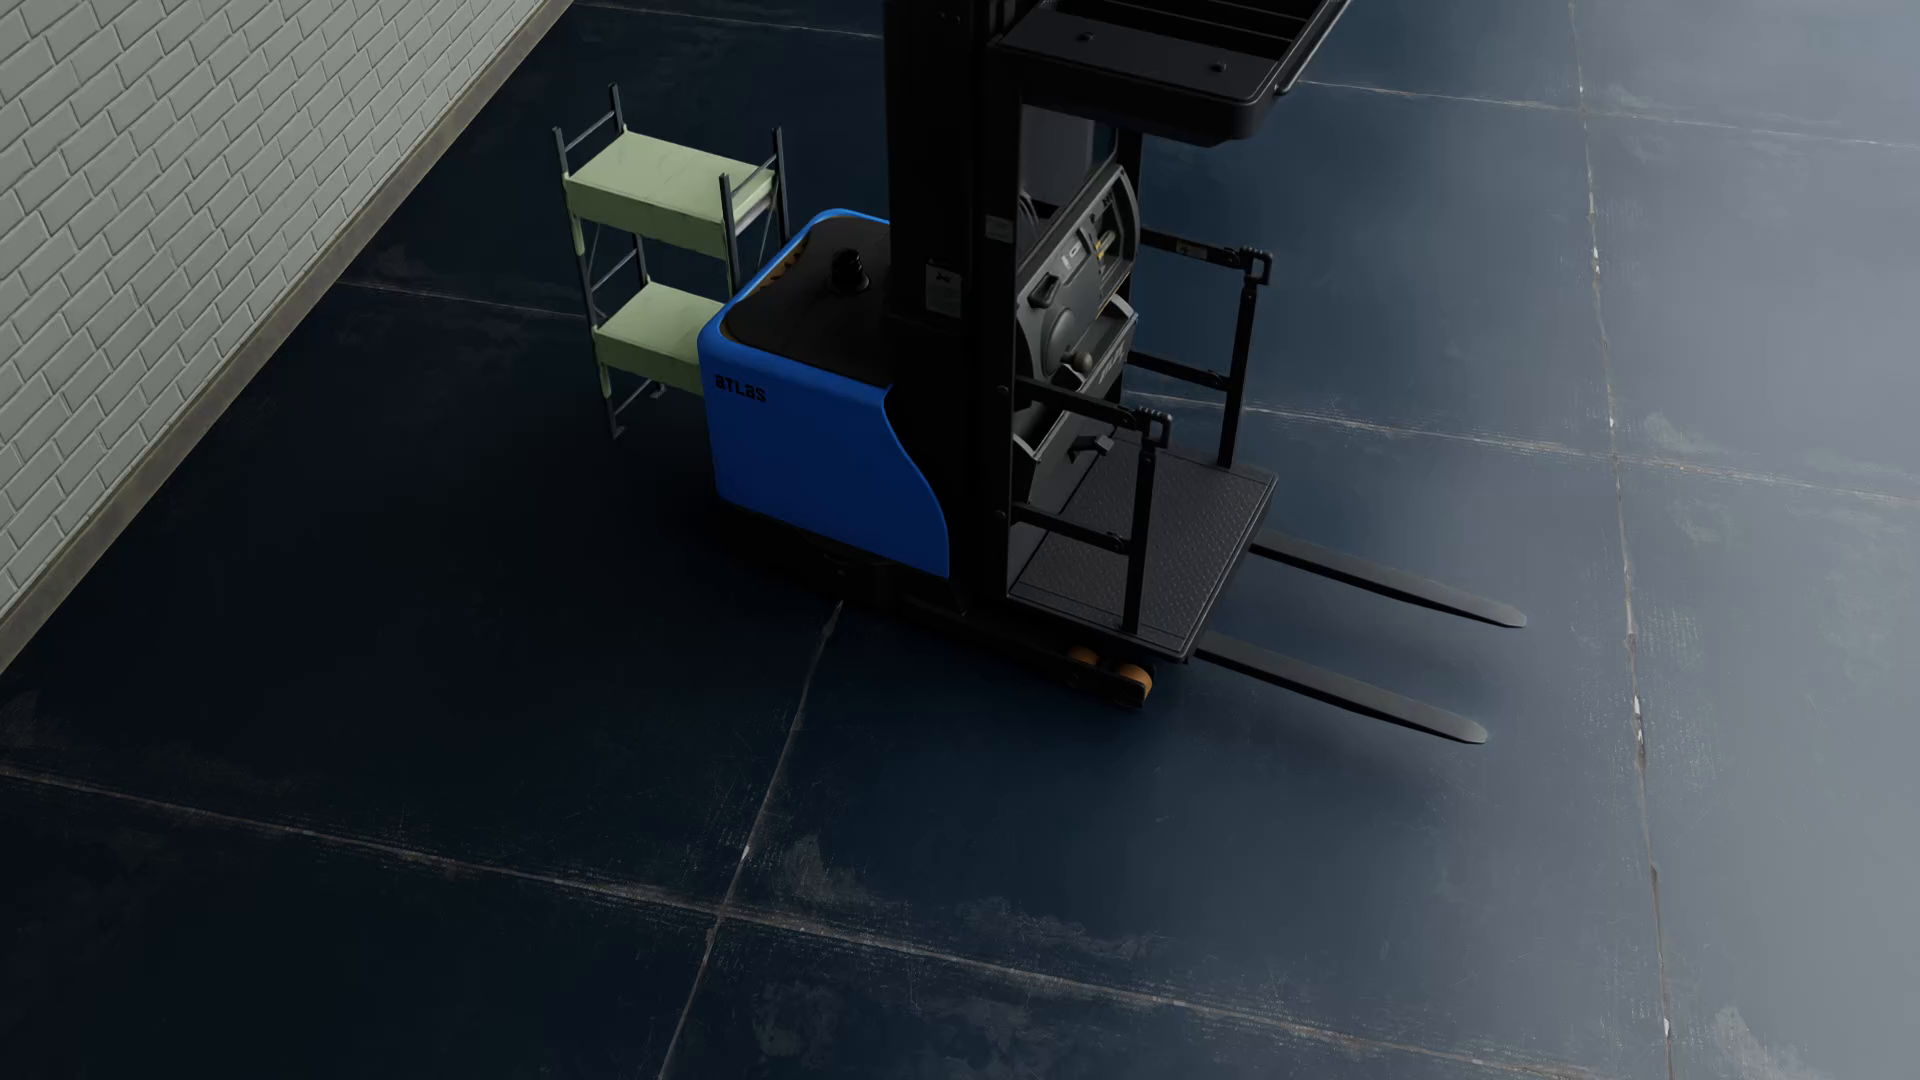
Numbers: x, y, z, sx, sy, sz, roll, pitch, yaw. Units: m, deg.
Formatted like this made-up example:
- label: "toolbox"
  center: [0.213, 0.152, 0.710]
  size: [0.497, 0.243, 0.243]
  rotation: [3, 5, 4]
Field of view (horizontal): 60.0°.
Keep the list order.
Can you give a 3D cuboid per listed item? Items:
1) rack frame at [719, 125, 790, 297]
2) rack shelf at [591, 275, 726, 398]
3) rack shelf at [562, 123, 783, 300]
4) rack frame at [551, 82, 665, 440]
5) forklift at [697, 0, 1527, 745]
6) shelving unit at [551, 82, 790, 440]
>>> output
- label: "rack frame"
  center: [-0.764, -0.876, 6.579]
  size: [0.023, 1.500, 0.400]
  rotation: [19, 47, 19]
- label: "rack shelf"
  center: [-1.092, -0.753, 6.921]
  size: [0.720, 0.370, 0.431]
  rotation: [19, 47, 19]
- label: "rack shelf"
  center: [-1.092, -1.269, 6.424]
  size: [0.720, 0.370, 0.431]
  rotation: [19, 47, 19]
- label: "rack frame"
  center: [-1.421, -1.100, 6.811]
  size: [0.023, 1.500, 0.400]
  rotation: [19, 47, 19]
- label: "forklift"
  center: [0.586, -0.866, 5.536]
  size: [3.031, 2.935, 1.130]
  rotation: [19, 47, 19]
- label: "shelving unit"
  center: [-1.092, -0.988, 6.695]
  size: [0.755, 1.500, 0.431]
  rotation: [19, 47, 19]
